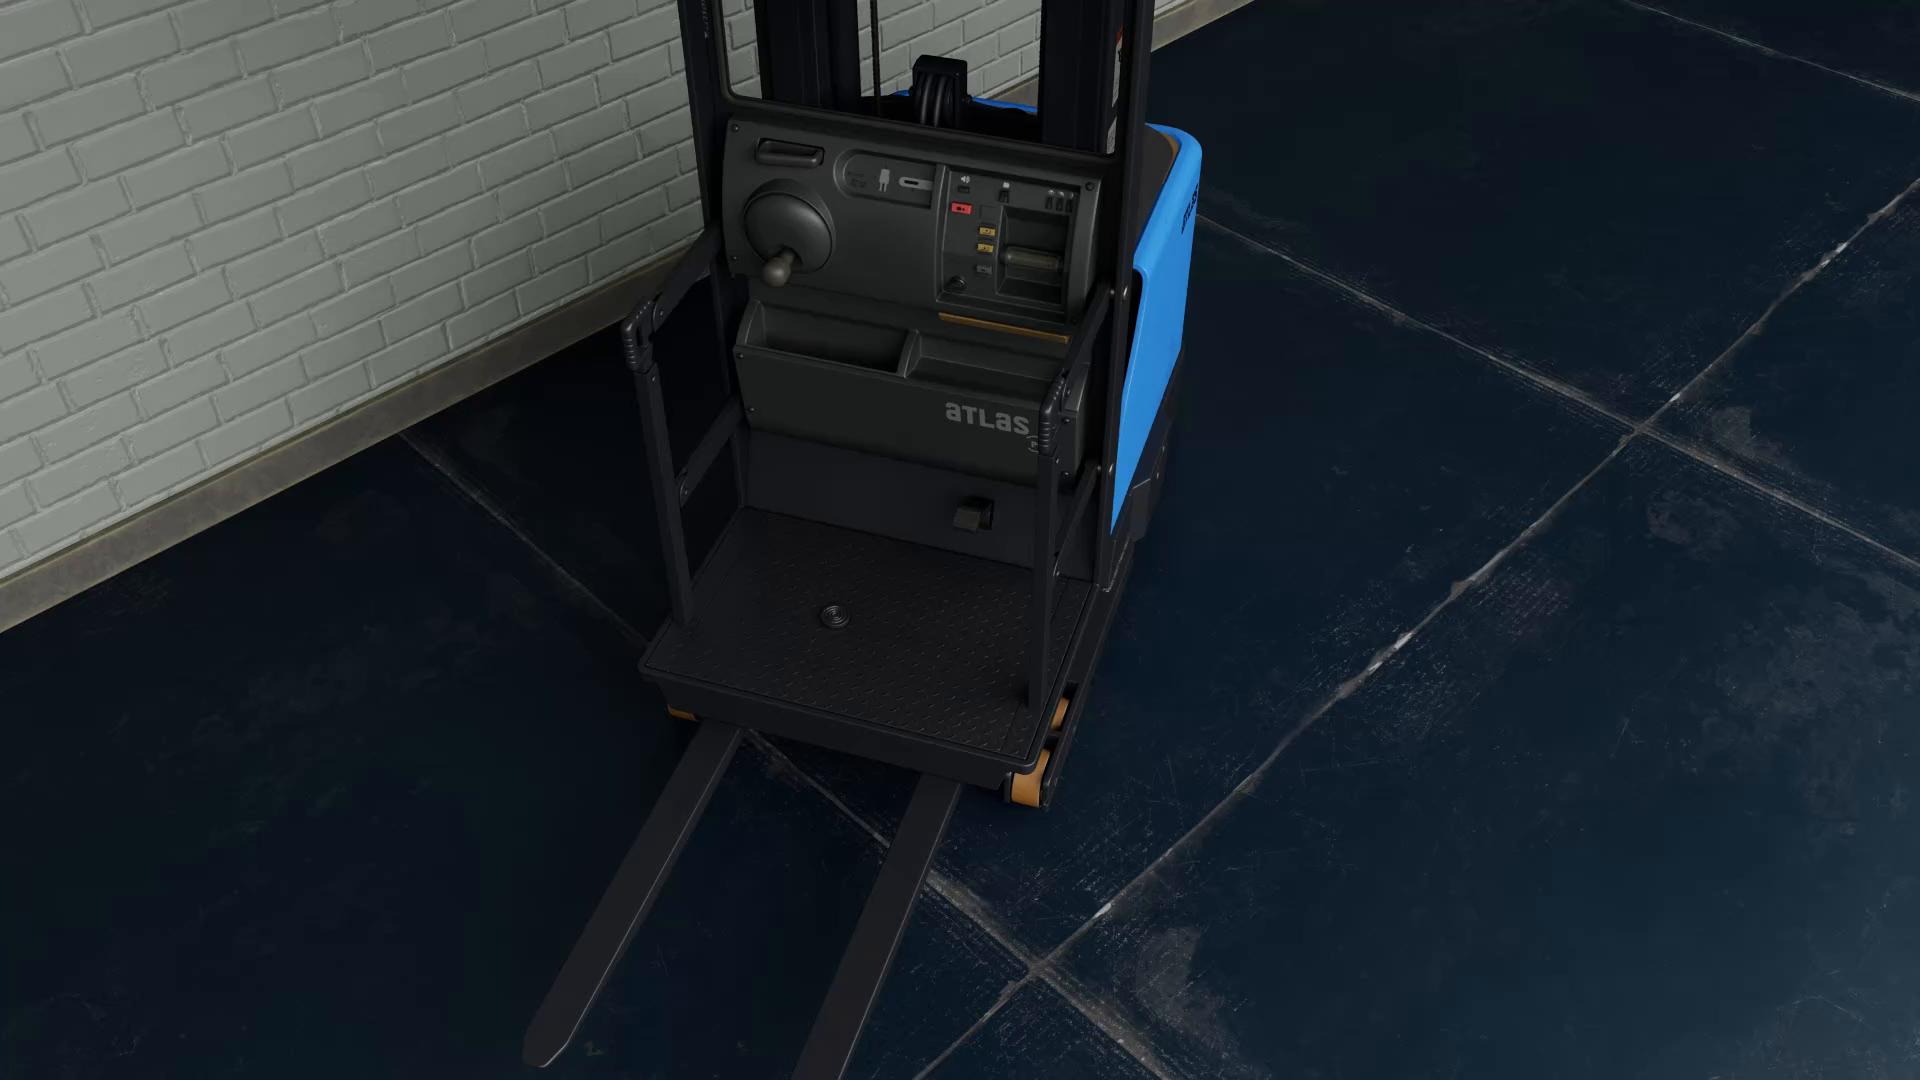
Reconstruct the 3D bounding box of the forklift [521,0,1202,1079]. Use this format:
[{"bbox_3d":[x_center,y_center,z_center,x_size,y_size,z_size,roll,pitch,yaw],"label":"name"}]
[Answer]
[{"bbox_3d":[-0.192,-0.671,3.816,1.130,2.935,3.031,12,44,13],"label":"forklift"}]
